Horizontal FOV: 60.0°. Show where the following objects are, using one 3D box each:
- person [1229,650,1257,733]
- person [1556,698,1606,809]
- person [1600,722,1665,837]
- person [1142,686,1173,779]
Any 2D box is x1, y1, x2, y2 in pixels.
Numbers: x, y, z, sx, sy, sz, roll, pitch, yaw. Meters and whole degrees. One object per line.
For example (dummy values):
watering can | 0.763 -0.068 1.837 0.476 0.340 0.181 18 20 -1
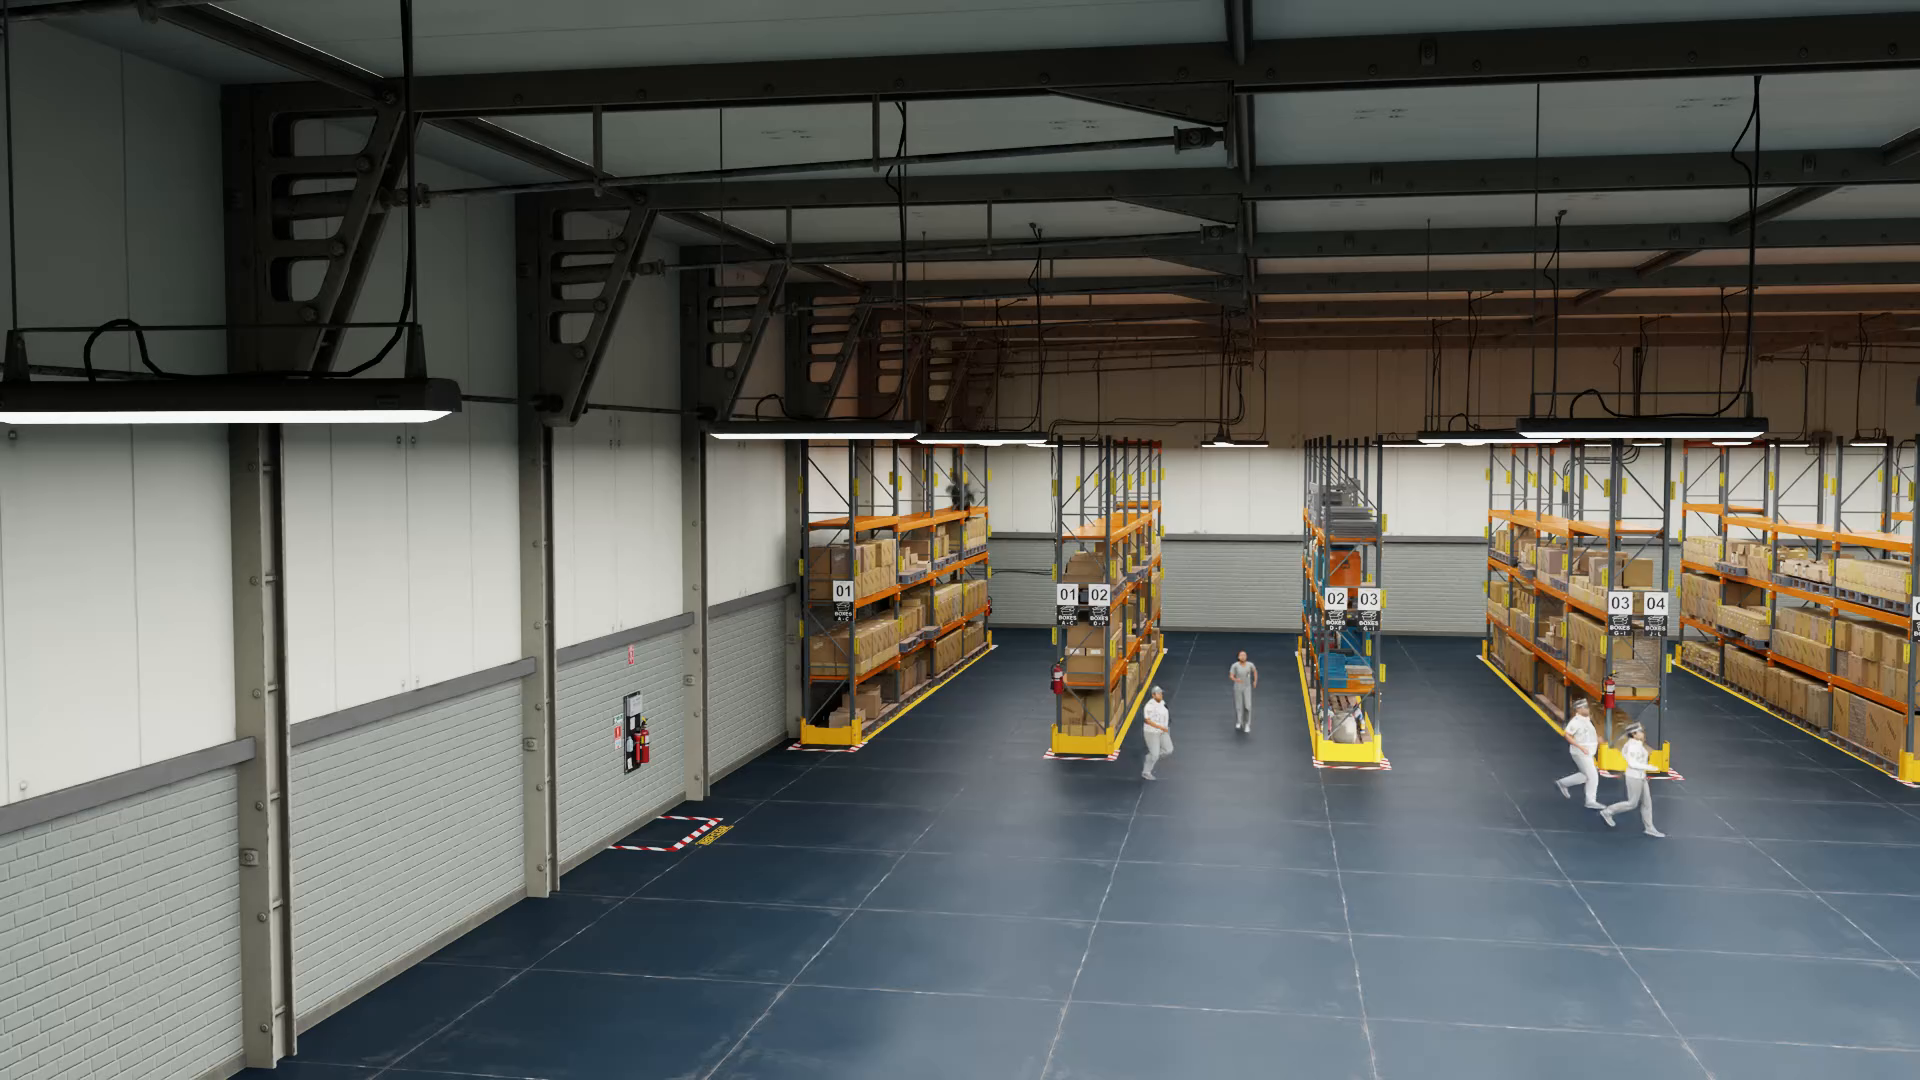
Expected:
person | 5.755 3.079 33.767 0.580 1.716 0.712 0 3 3
person | 9.975 3.401 26.679 0.809 1.747 0.675 2 4 38
person | 9.997 3.537 24.671 0.901 1.693 0.616 2 4 30
person | 3.452 3.352 28.941 0.631 1.626 0.605 -3 4 -44
